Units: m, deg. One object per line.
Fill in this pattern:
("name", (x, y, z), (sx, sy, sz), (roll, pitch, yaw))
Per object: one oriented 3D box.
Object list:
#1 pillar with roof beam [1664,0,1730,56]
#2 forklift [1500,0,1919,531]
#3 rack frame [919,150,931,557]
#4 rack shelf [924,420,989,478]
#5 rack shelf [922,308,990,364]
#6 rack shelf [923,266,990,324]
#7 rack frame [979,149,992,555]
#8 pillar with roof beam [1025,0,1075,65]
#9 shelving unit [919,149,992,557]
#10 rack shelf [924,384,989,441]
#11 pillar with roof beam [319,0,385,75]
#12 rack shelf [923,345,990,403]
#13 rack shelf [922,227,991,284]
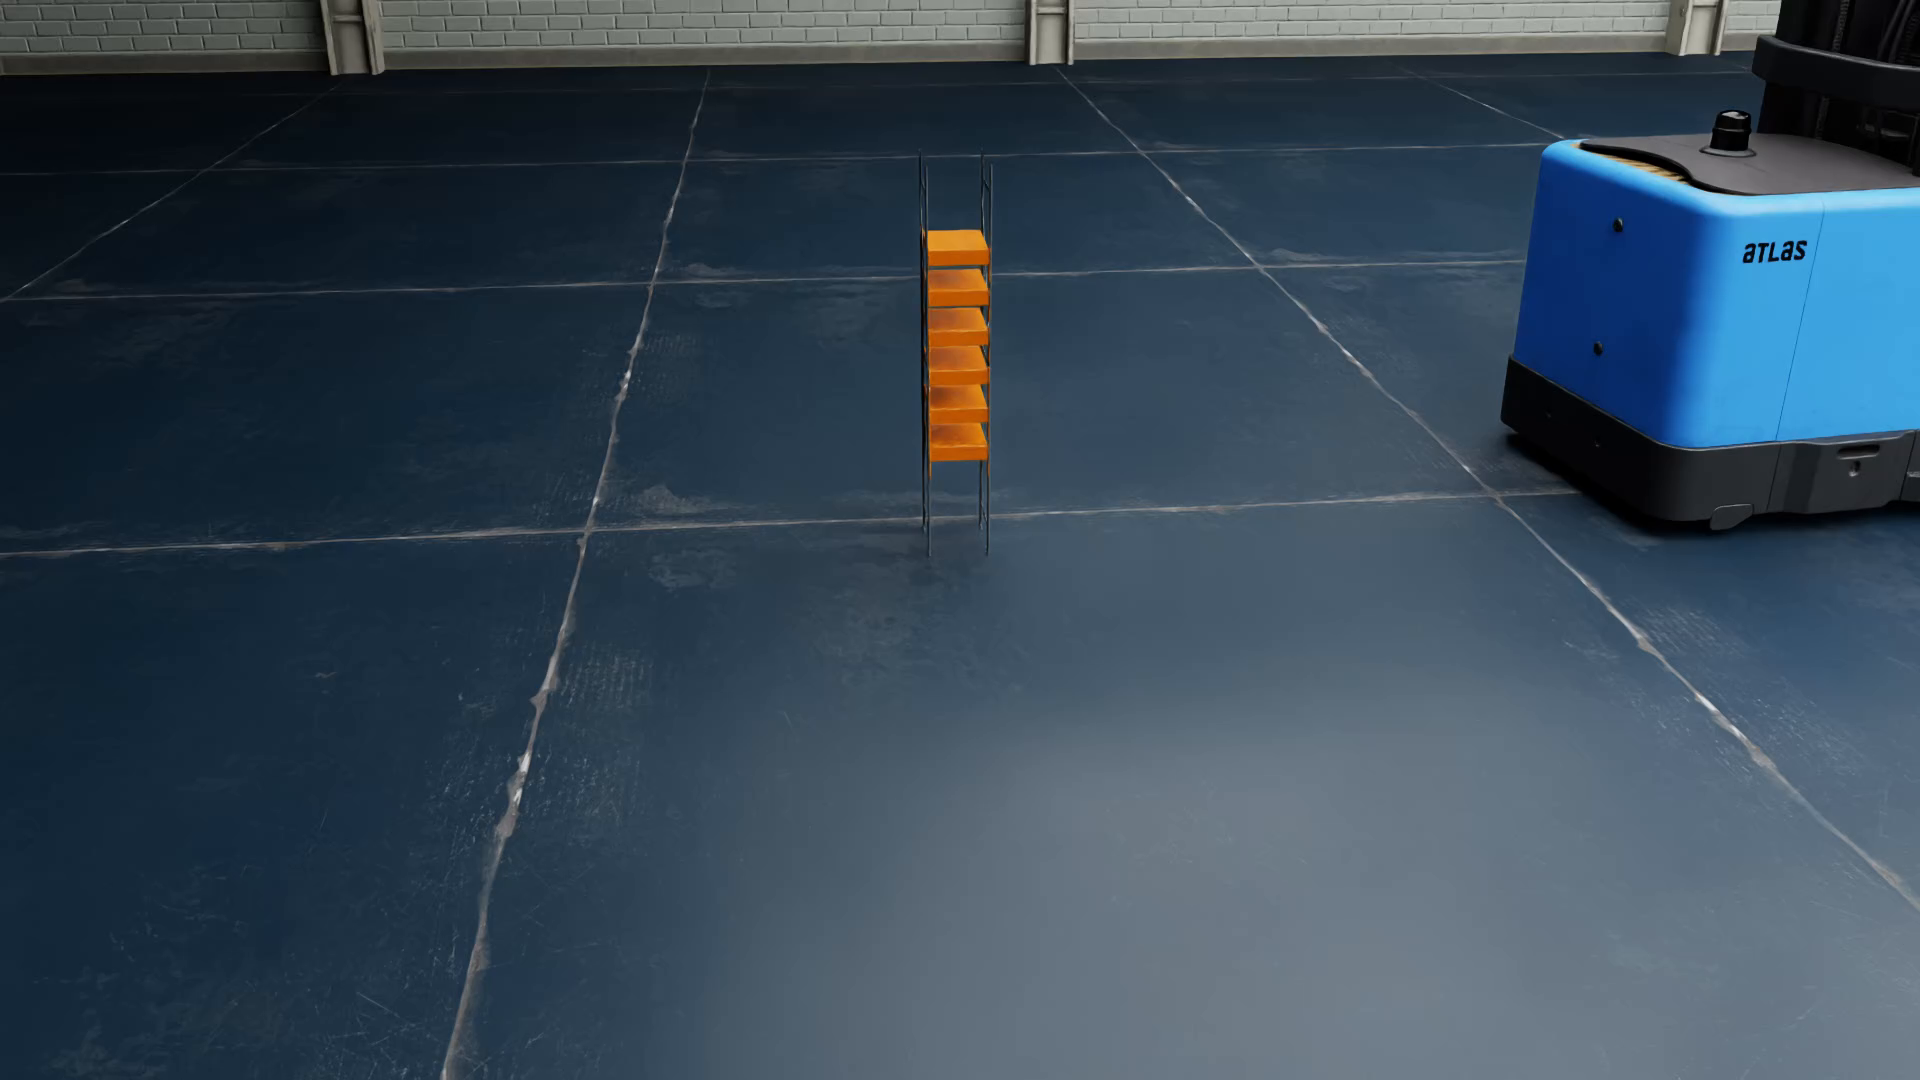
("pillar with roof beam", (7.189, -6.877, 9.644), (0.400, 9.000, 9.100), (-2, 24, -5))
("forklift", (3.540, -1.667, 5.391), (3.031, 2.935, 1.130), (-5, 25, -12))
("rack frame", (-0.105, -0.544, 4.997), (0.006, 1.200, 0.240), (-2, 24, -5))
("rack shelf", (-0.014, -0.288, 5.121), (0.180, 0.103, 0.258), (-2, 24, -5))
("rack shelf", (-0.014, -0.617, 4.974), (0.180, 0.103, 0.258), (-2, 24, -5))
("rack shelf", (-0.014, -0.726, 4.926), (0.180, 0.103, 0.258), (-2, 24, -5))
("rack frame", (0.077, -0.551, 5.013), (0.006, 1.200, 0.240), (-2, 24, -5))
("pillar with roof beam", (1.218, -6.638, 9.105), (0.400, 9.000, 9.100), (-2, 24, -5))
("shelving unit", (-0.014, -0.548, 5.005), (0.189, 1.200, 0.258), (-2, 24, -5))
("rack shelf", (-0.014, -0.397, 5.072), (0.180, 0.103, 0.258), (-2, 24, -5))
("pillar with roof beam", (-4.753, -6.398, 8.566), (0.400, 9.000, 9.100), (-2, 24, -5))
("rack shelf", (-0.014, -0.507, 5.023), (0.180, 0.103, 0.258), (-2, 24, -5))
("rack shelf", (-0.014, -0.836, 4.877), (0.180, 0.103, 0.258), (-2, 24, -5))
